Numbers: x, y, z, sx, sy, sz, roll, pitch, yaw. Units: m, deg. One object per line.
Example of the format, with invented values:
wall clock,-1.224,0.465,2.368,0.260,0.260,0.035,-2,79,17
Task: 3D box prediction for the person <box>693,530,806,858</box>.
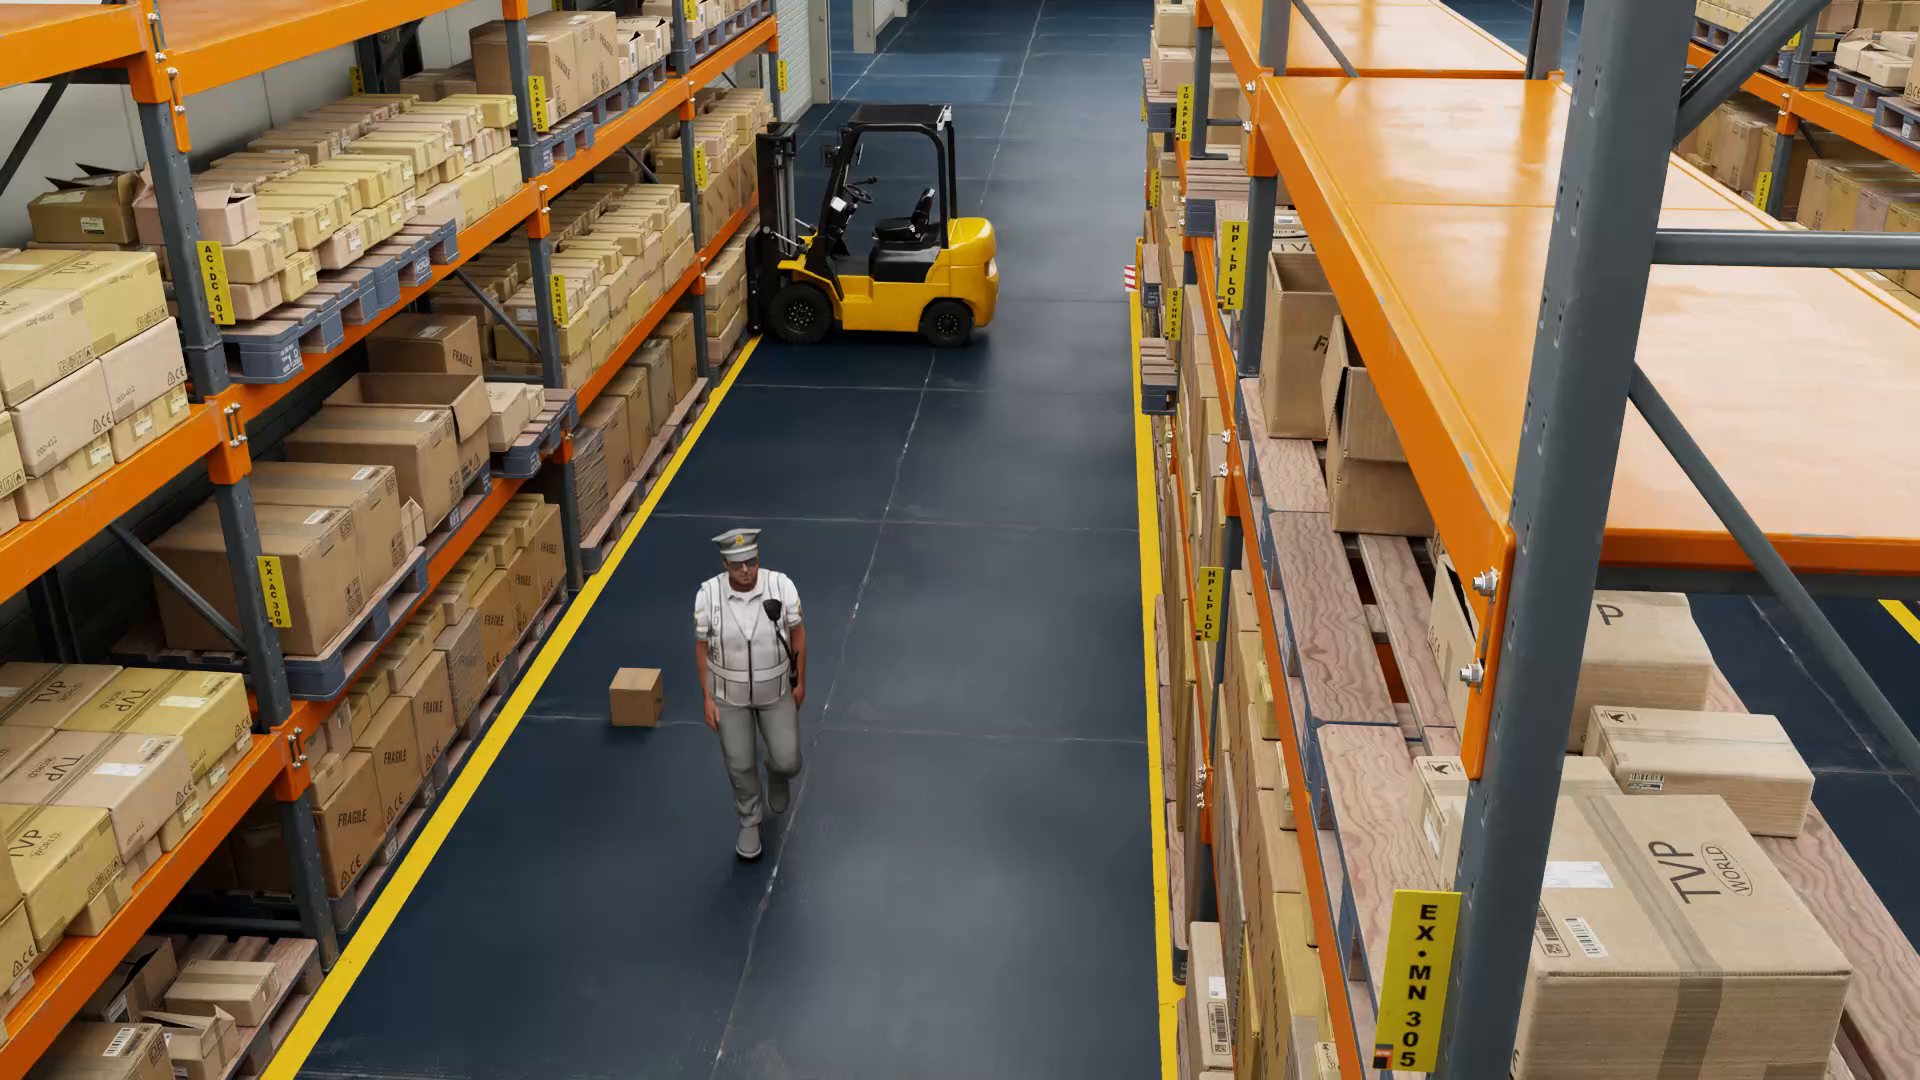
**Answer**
person,-1.036,0.729,8.314,0.544,1.766,0.509,-3,25,-8
